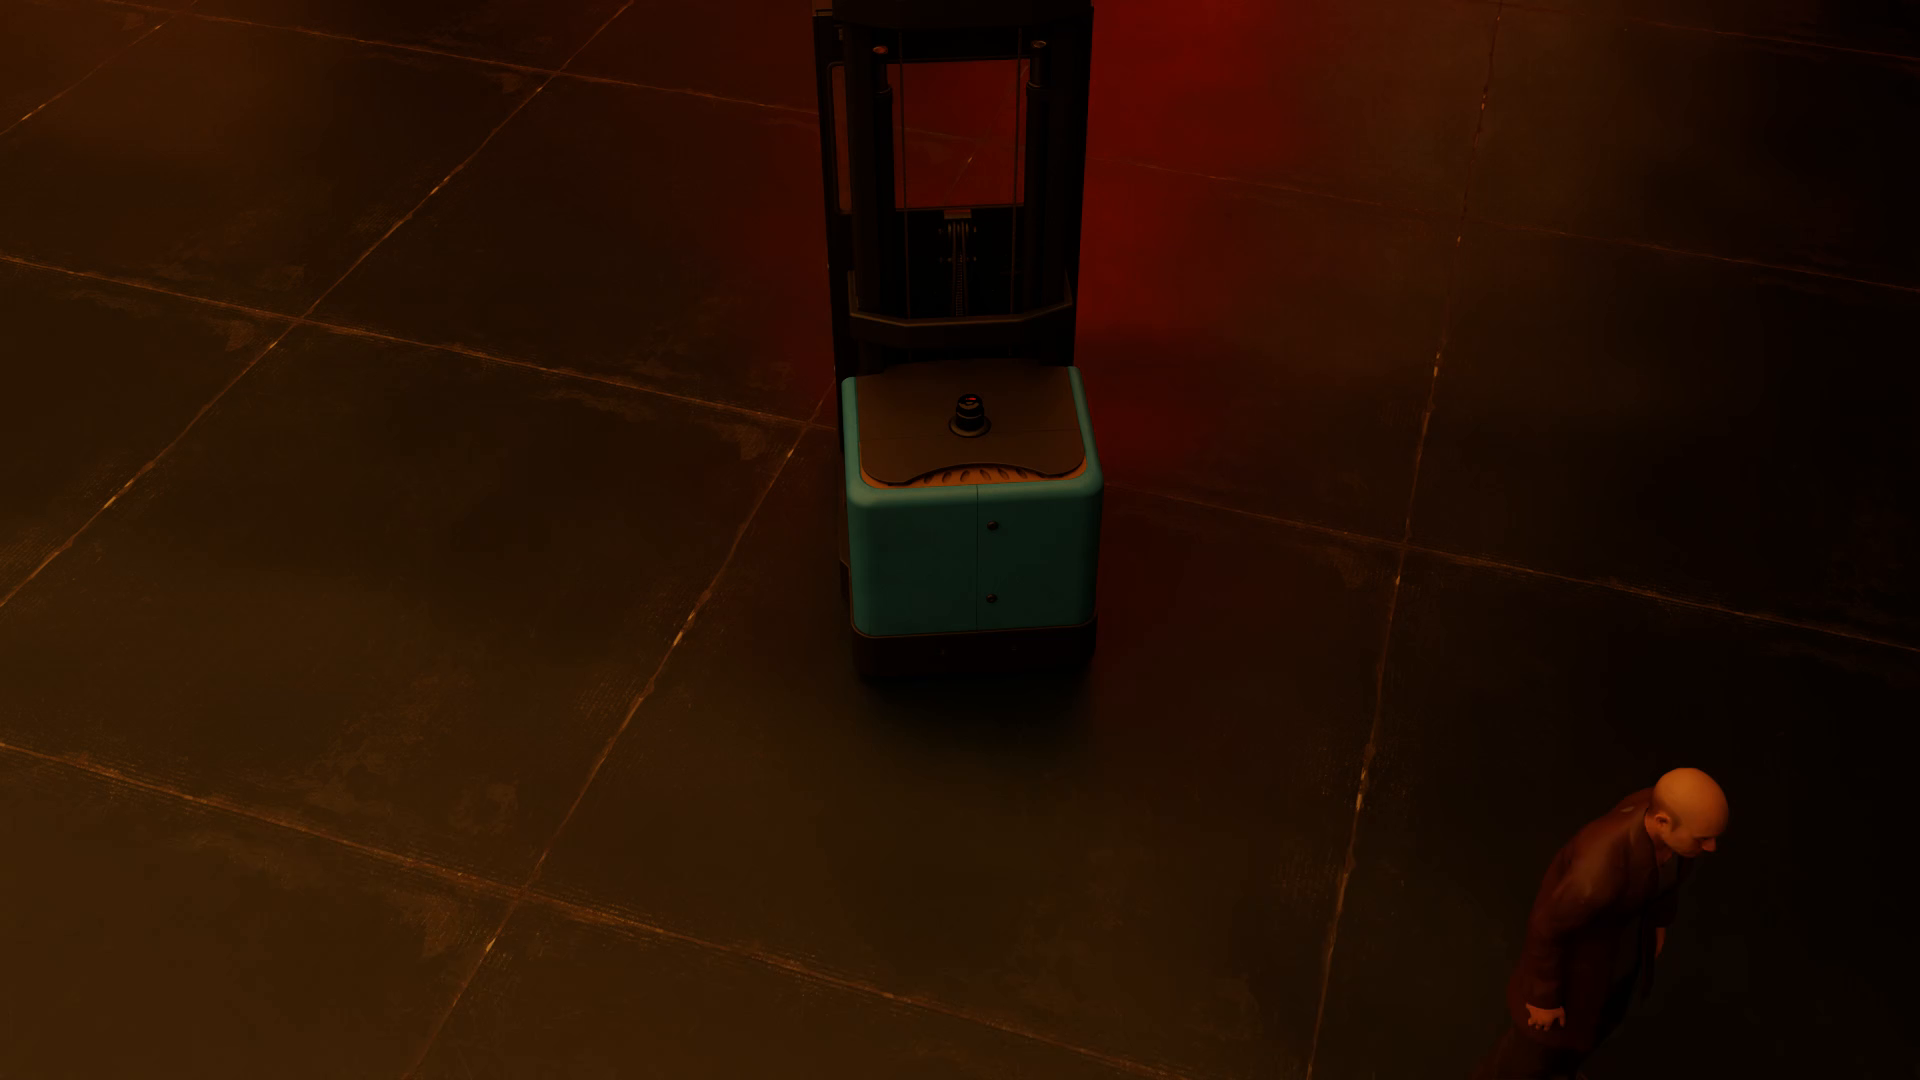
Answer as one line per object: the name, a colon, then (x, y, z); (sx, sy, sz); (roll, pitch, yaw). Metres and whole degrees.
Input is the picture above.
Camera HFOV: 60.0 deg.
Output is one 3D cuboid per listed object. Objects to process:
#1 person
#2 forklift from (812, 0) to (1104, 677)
person: (1.970, 1.284, 5.158); (0.648, 1.774, 0.420); (-24, 48, -24)
forklift: (-0.048, -1.486, 7.287); (1.130, 2.935, 3.031); (-3, 43, -3)
